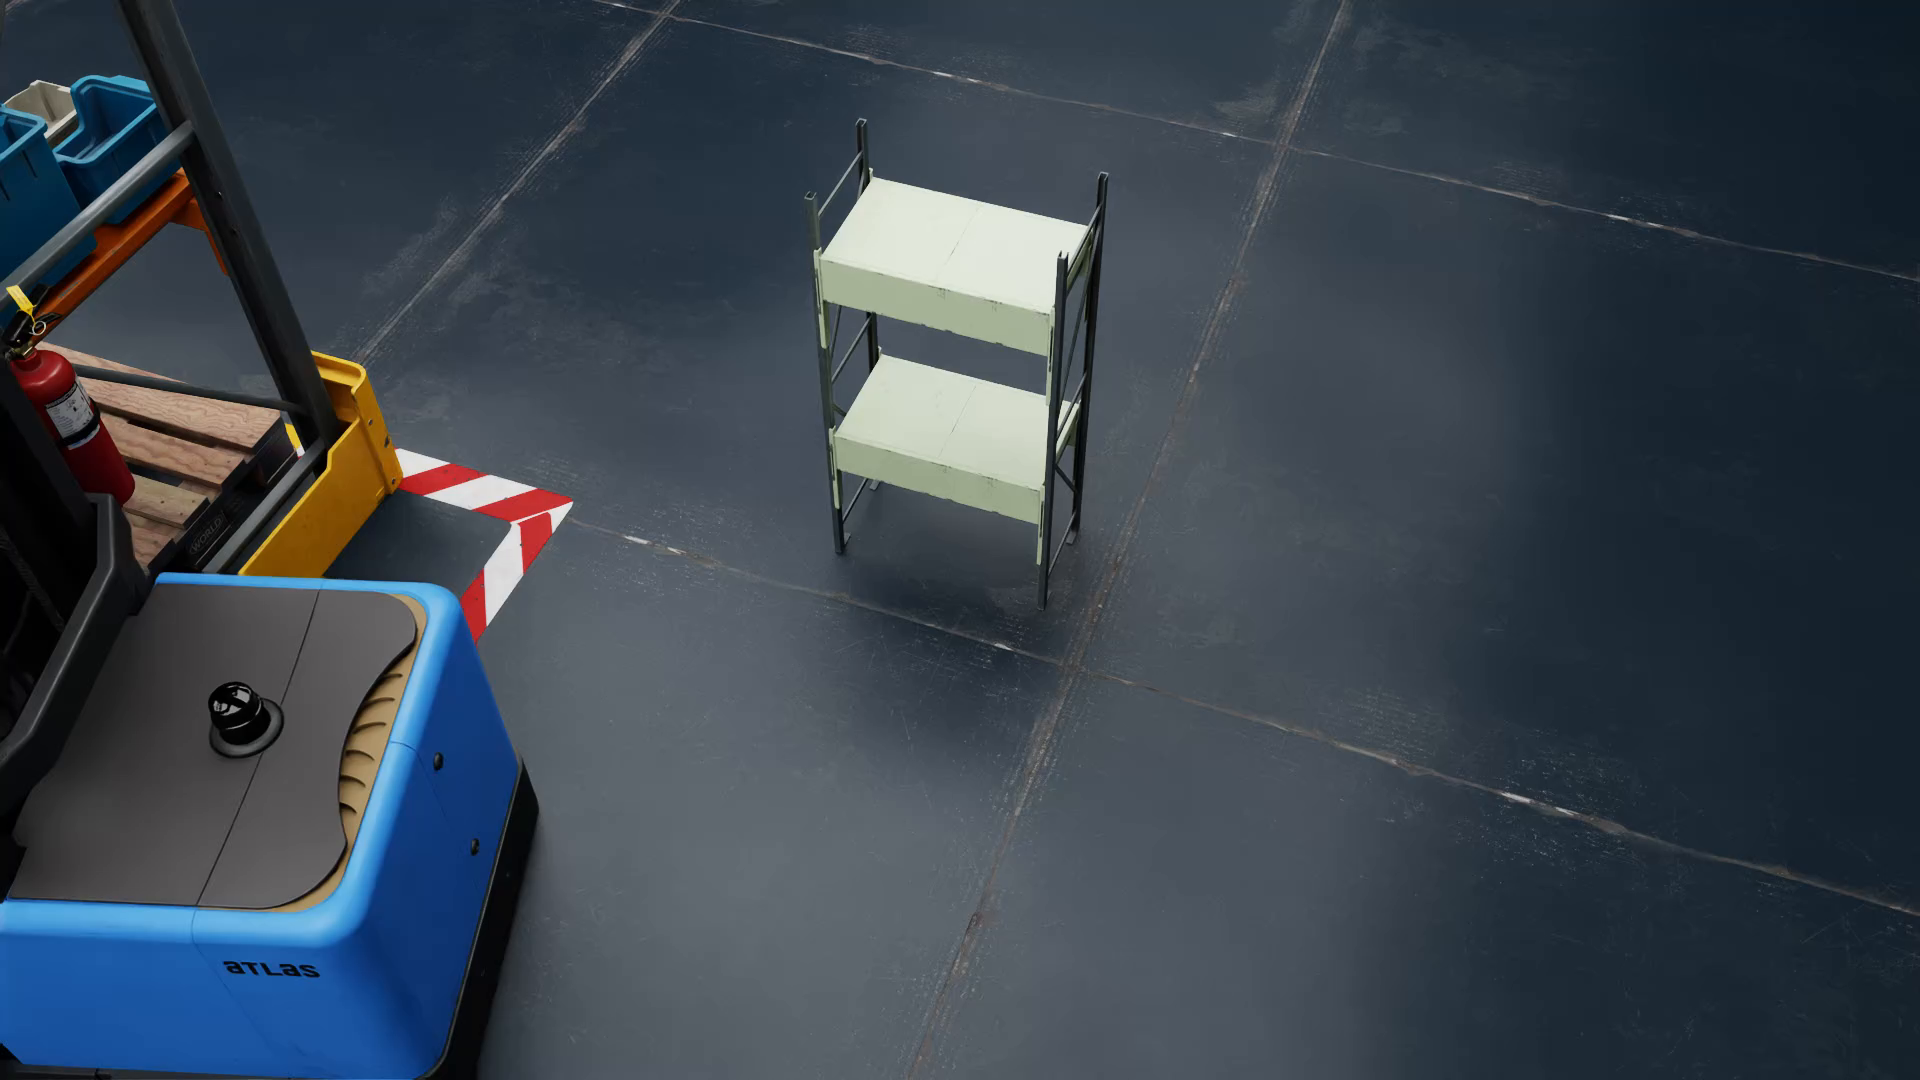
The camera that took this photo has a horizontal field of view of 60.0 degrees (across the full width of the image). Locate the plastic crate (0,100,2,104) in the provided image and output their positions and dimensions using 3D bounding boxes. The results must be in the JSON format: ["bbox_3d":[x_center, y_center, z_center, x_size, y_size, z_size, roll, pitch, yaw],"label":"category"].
[{"bbox_3d":[-3.096,-1.294,4.958,0.300,0.233,0.416,16,51,13],"label":"plastic crate"}]

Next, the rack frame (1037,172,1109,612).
[{"bbox_3d":[0.337,-0.397,5.102,0.023,1.500,0.400,16,51,13],"label":"rack frame"}]

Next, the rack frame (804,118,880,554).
[{"bbox_3d":[-0.350,-0.589,5.268,0.023,1.500,0.400,16,51,13],"label":"rack frame"}]

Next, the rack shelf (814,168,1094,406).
[{"bbox_3d":[-0.006,-0.749,4.890,0.720,0.370,0.431,16,51,13],"label":"rack shelf"}]

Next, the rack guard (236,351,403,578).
[{"bbox_3d":[-2.334,-0.043,5.457,0.348,0.500,1.175,16,51,13],"label":"rack guard"}]

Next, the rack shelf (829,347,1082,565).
[{"bbox_3d":[-0.006,-0.279,5.431,0.720,0.370,0.431,16,51,13],"label":"rack shelf"}]

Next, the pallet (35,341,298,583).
[{"bbox_3d":[-3.122,-0.189,5.774,1.213,0.211,1.003,16,51,13],"label":"pallet"}]

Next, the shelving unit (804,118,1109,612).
[{"bbox_3d":[-0.006,-0.493,5.185,0.755,1.500,0.431,16,51,13],"label":"shelving unit"}]

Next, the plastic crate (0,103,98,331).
[{"bbox_3d":[-2.740,-0.845,4.435,0.499,0.435,0.616,16,51,13],"label":"plastic crate"}]

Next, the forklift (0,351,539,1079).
[{"bbox_3d":[-2.789,0.163,3.669,3.031,2.935,1.130,2,49,2],"label":"forklift"}]

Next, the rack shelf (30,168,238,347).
[{"bbox_3d":[-4.238,-1.147,5.235,4.000,0.370,1.077,16,51,13],"label":"rack shelf"}]

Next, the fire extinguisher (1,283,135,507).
[{"bbox_3d":[-2.377,-0.350,4.366,0.183,0.674,0.296,16,51,13],"label":"fire extinguisher"}]

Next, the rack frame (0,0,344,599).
[{"bbox_3d":[-2.361,-0.859,4.509,0.127,3.000,1.000,16,51,13],"label":"rack frame"}]

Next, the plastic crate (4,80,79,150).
[{"bbox_3d":[-2.751,-1.233,4.968,0.298,0.136,0.250,16,51,13],"label":"plastic crate"}]

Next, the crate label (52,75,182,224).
[{"bbox_3d":[-2.479,-1.122,4.808,0.303,0.233,0.416,16,51,13],"label":"crate label"}]
